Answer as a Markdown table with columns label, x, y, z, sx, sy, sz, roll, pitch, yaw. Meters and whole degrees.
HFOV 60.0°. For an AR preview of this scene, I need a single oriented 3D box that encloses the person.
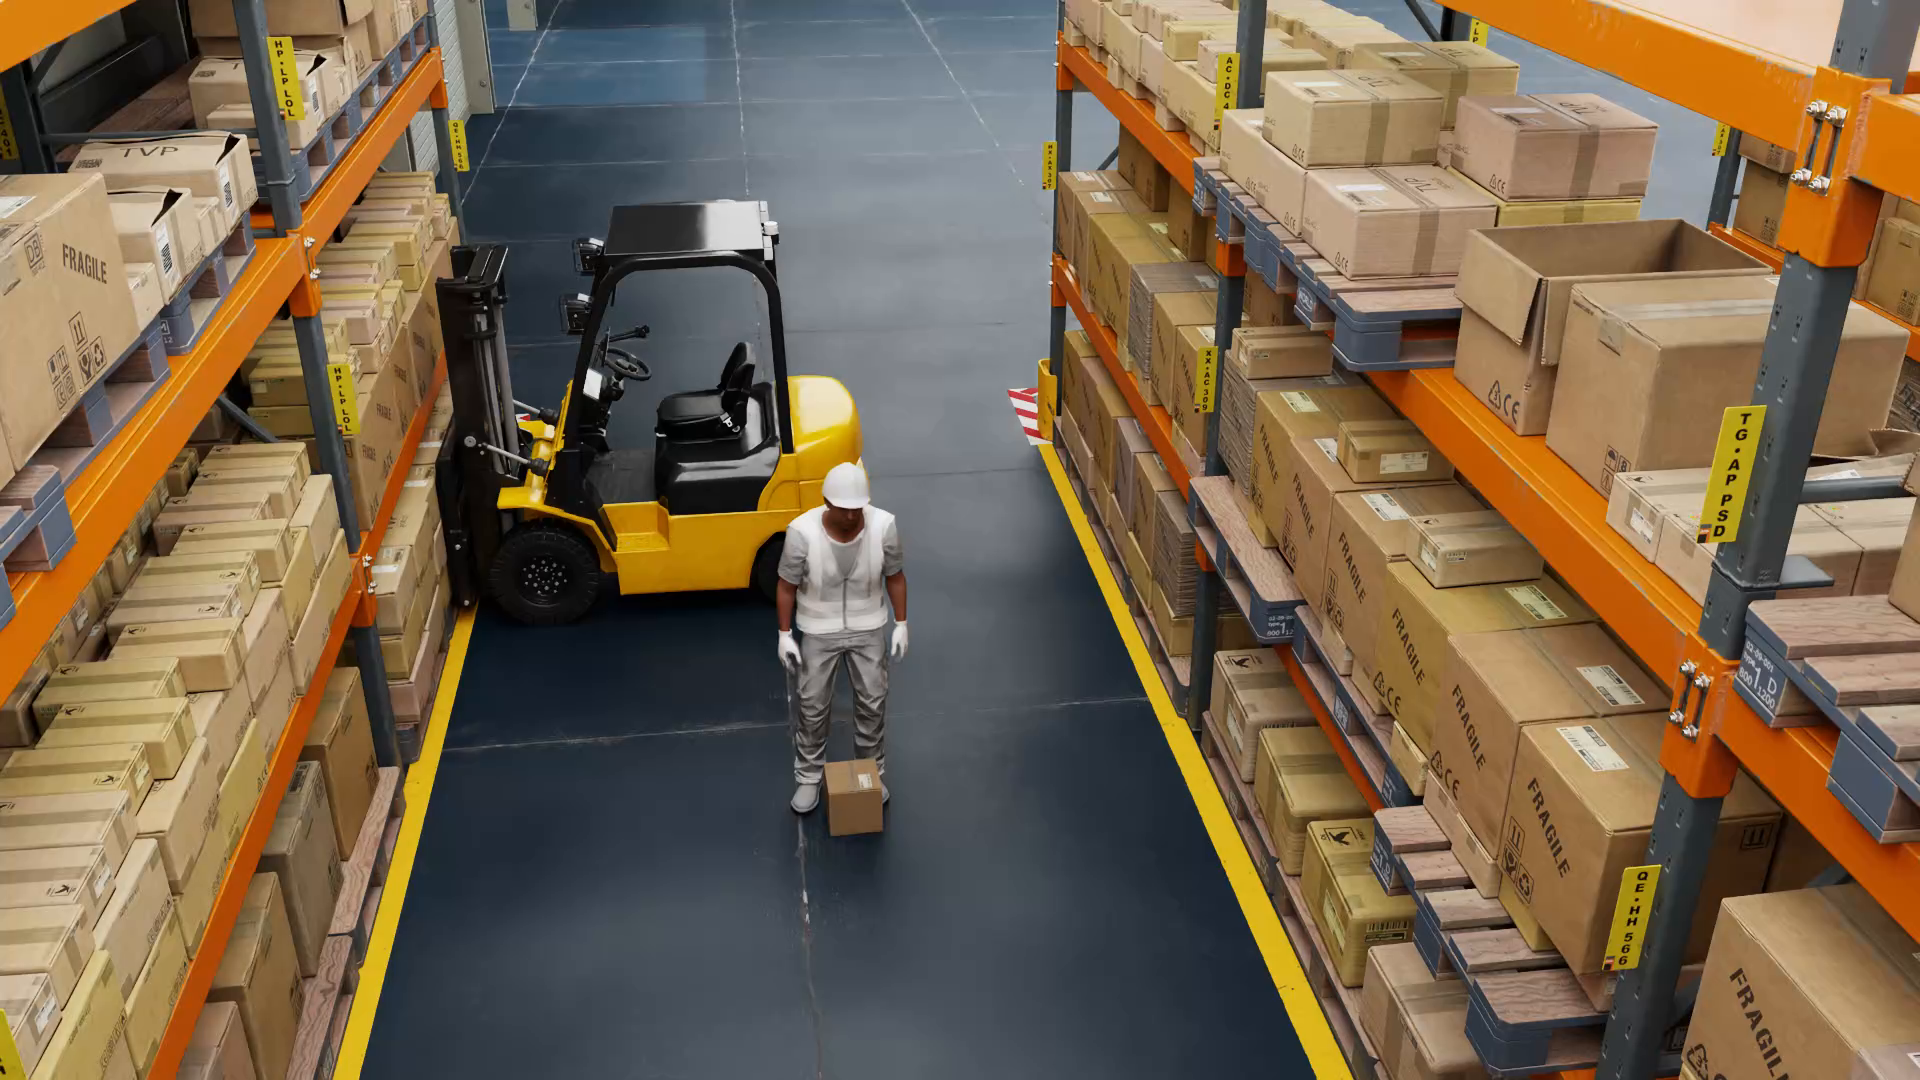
| label | x | y | z | sx | sy | sz | roll | pitch | yaw |
| --- | --- | --- | --- | --- | --- | --- | --- | --- | --- |
| person | -0.542 | 0.438 | 7.743 | 0.621 | 1.773 | 0.450 | -5 | 27 | -10 |
